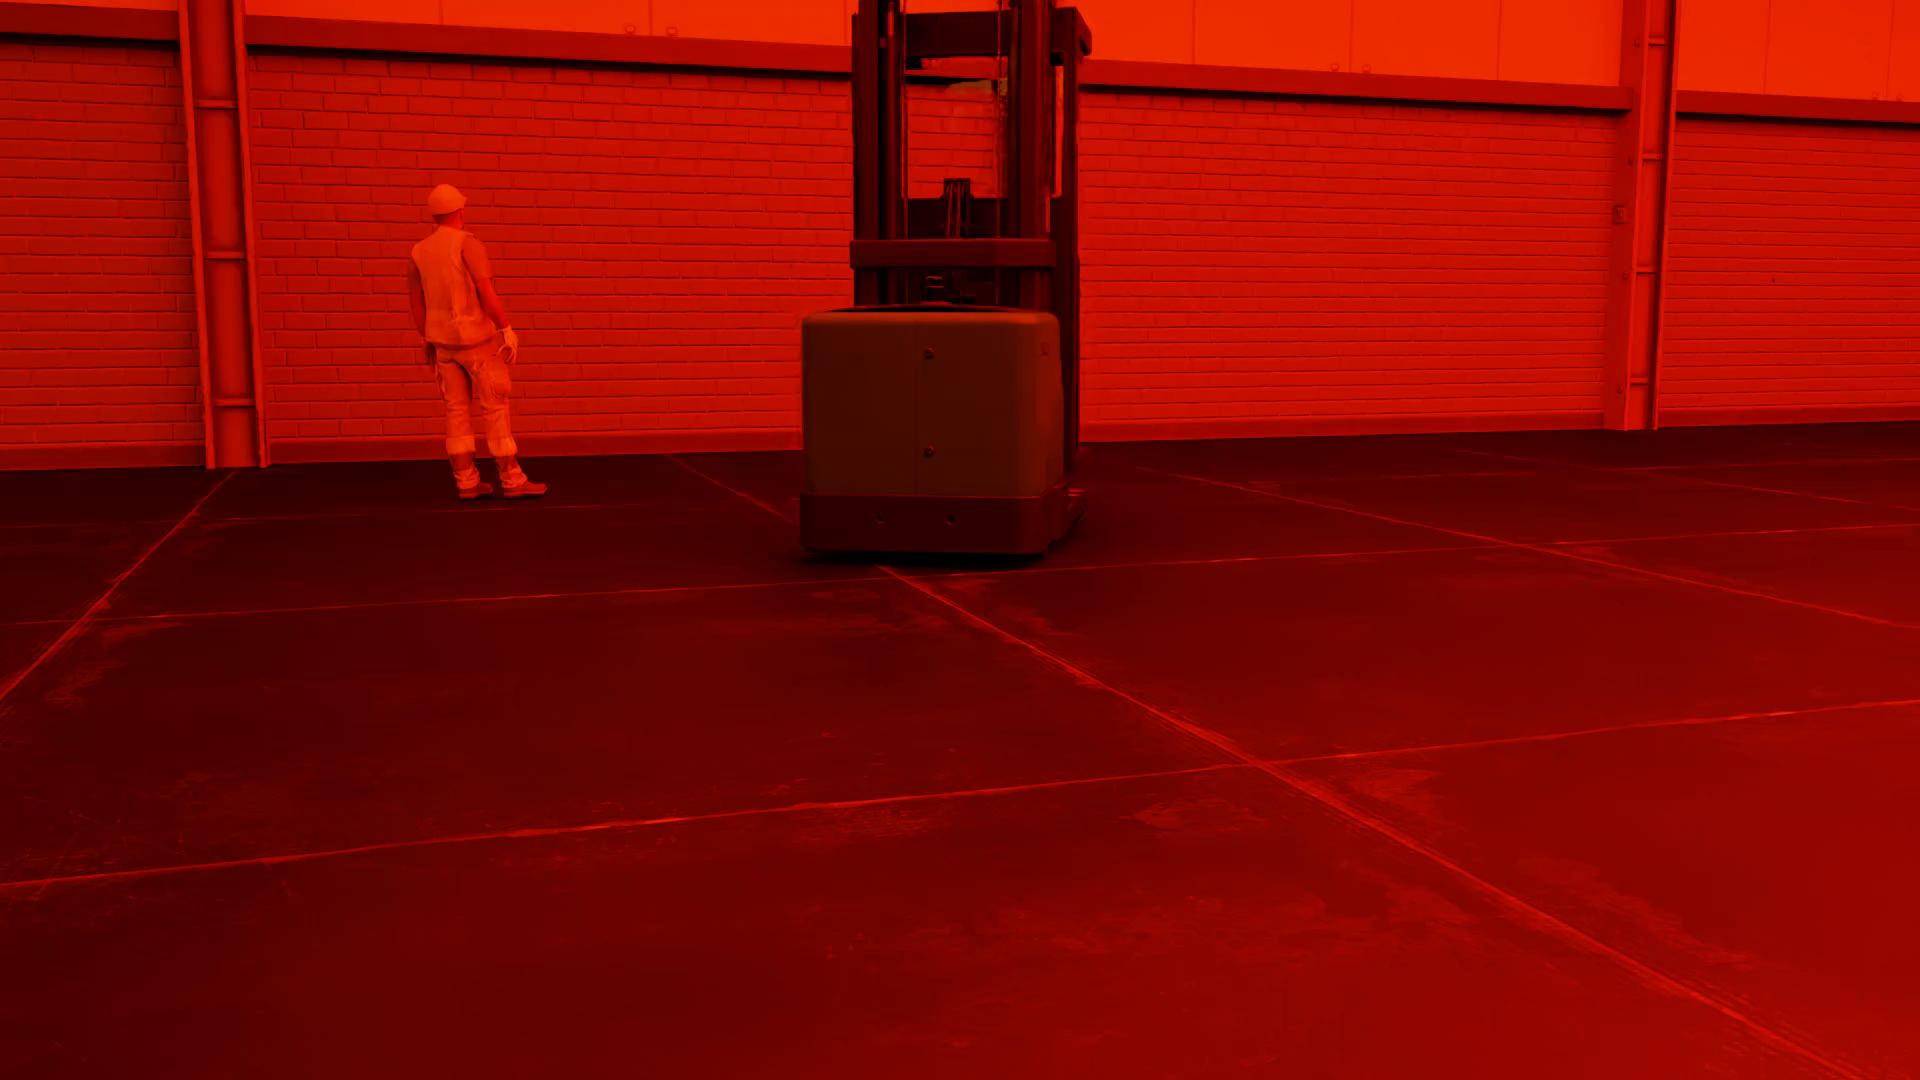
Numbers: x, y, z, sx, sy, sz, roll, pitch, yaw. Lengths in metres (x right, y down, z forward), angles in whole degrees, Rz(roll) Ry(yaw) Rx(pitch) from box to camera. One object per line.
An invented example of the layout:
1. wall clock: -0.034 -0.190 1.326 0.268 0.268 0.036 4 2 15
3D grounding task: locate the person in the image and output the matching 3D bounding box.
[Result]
1. person: -2.805 -1.136 9.588 0.637 1.786 0.566 3 8 22

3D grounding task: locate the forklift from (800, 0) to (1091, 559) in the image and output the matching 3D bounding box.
1. forklift: 0.065 -1.531 8.308 1.130 2.935 3.031 1 8 9
